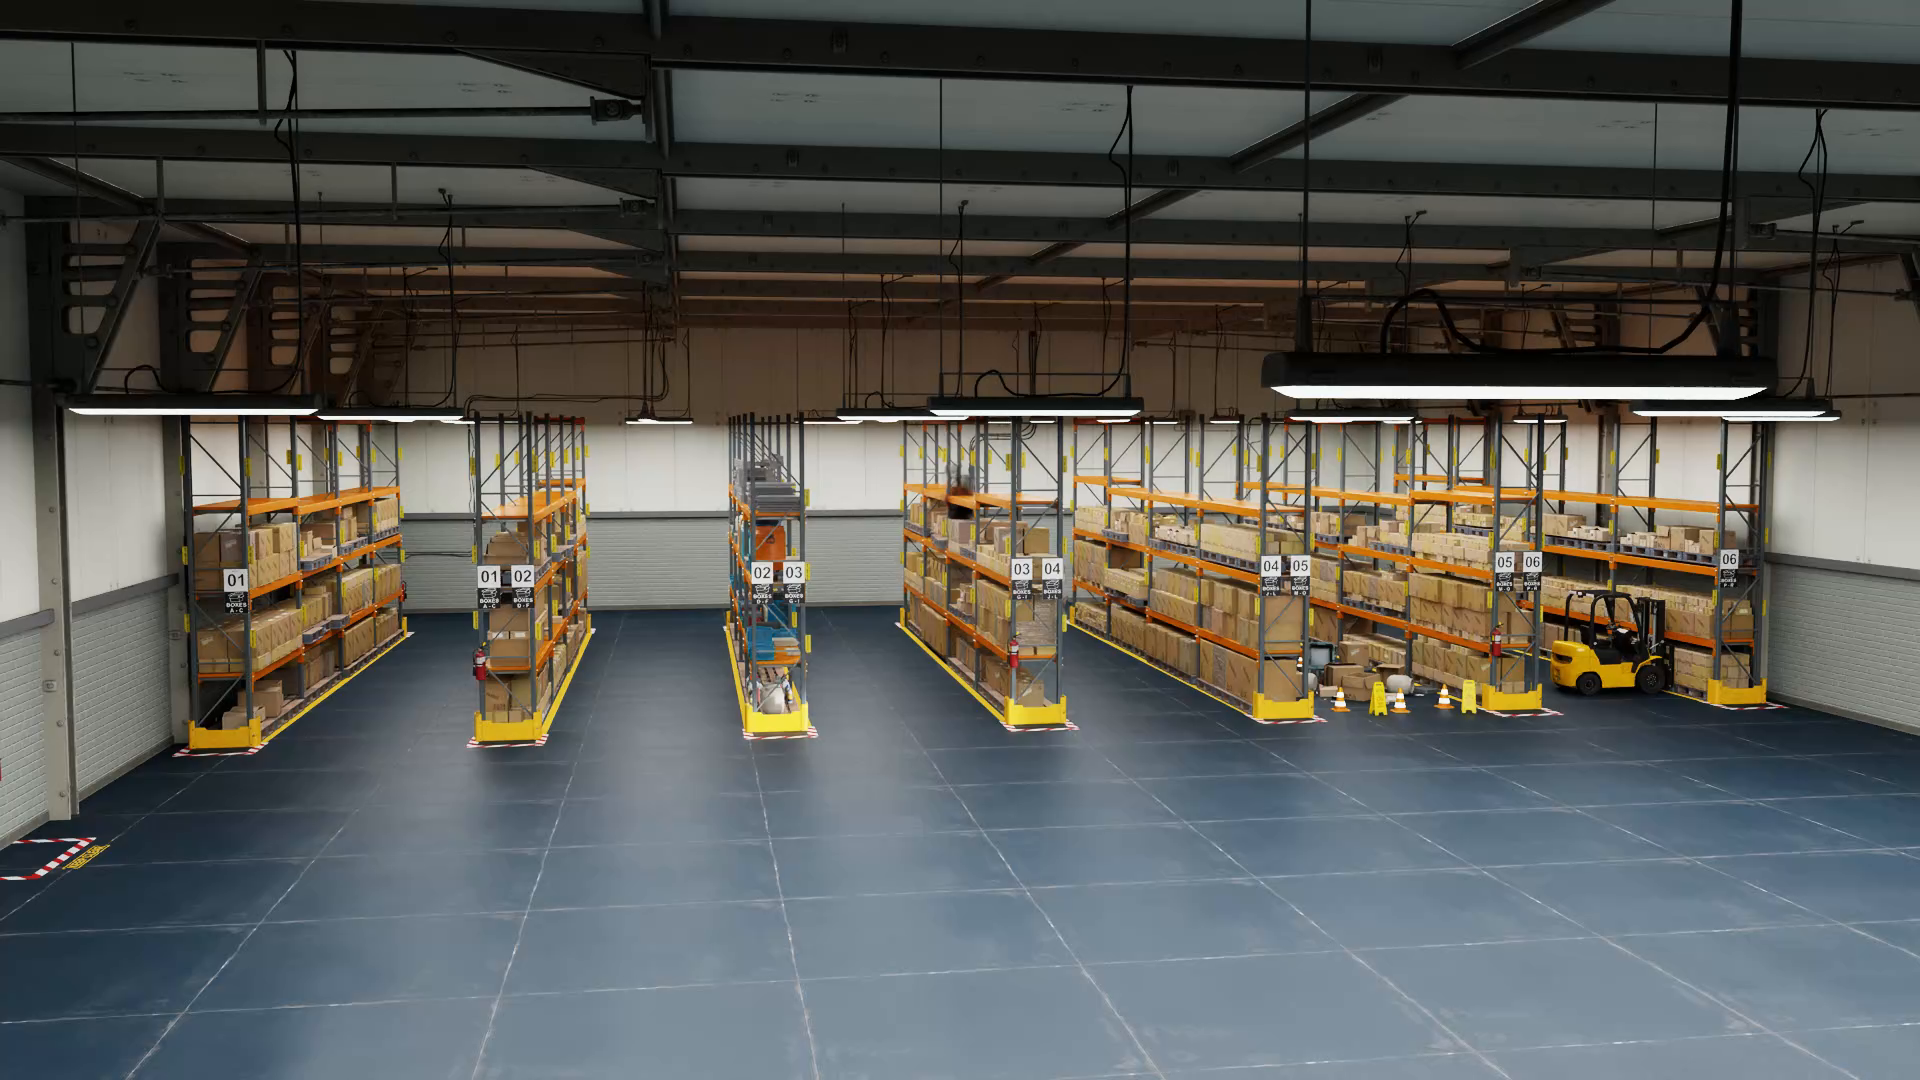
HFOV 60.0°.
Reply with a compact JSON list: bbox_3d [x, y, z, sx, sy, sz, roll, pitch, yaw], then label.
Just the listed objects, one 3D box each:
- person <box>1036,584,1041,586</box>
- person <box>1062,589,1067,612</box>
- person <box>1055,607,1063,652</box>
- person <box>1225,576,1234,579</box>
[{"bbox_3d":[2.019,1.615,48.476,0.723,1.630,0.725,1,4,12],"label":"person"},{"bbox_3d":[2.601,1.850,44.899,0.600,1.599,0.749,0,4,-3],"label":"person"},{"bbox_3d":[2.201,1.982,39.099,0.587,1.732,0.606,-1,4,-14],"label":"person"},{"bbox_3d":[8.425,1.419,50.750,0.665,1.779,0.722,0,4,5],"label":"person"}]
